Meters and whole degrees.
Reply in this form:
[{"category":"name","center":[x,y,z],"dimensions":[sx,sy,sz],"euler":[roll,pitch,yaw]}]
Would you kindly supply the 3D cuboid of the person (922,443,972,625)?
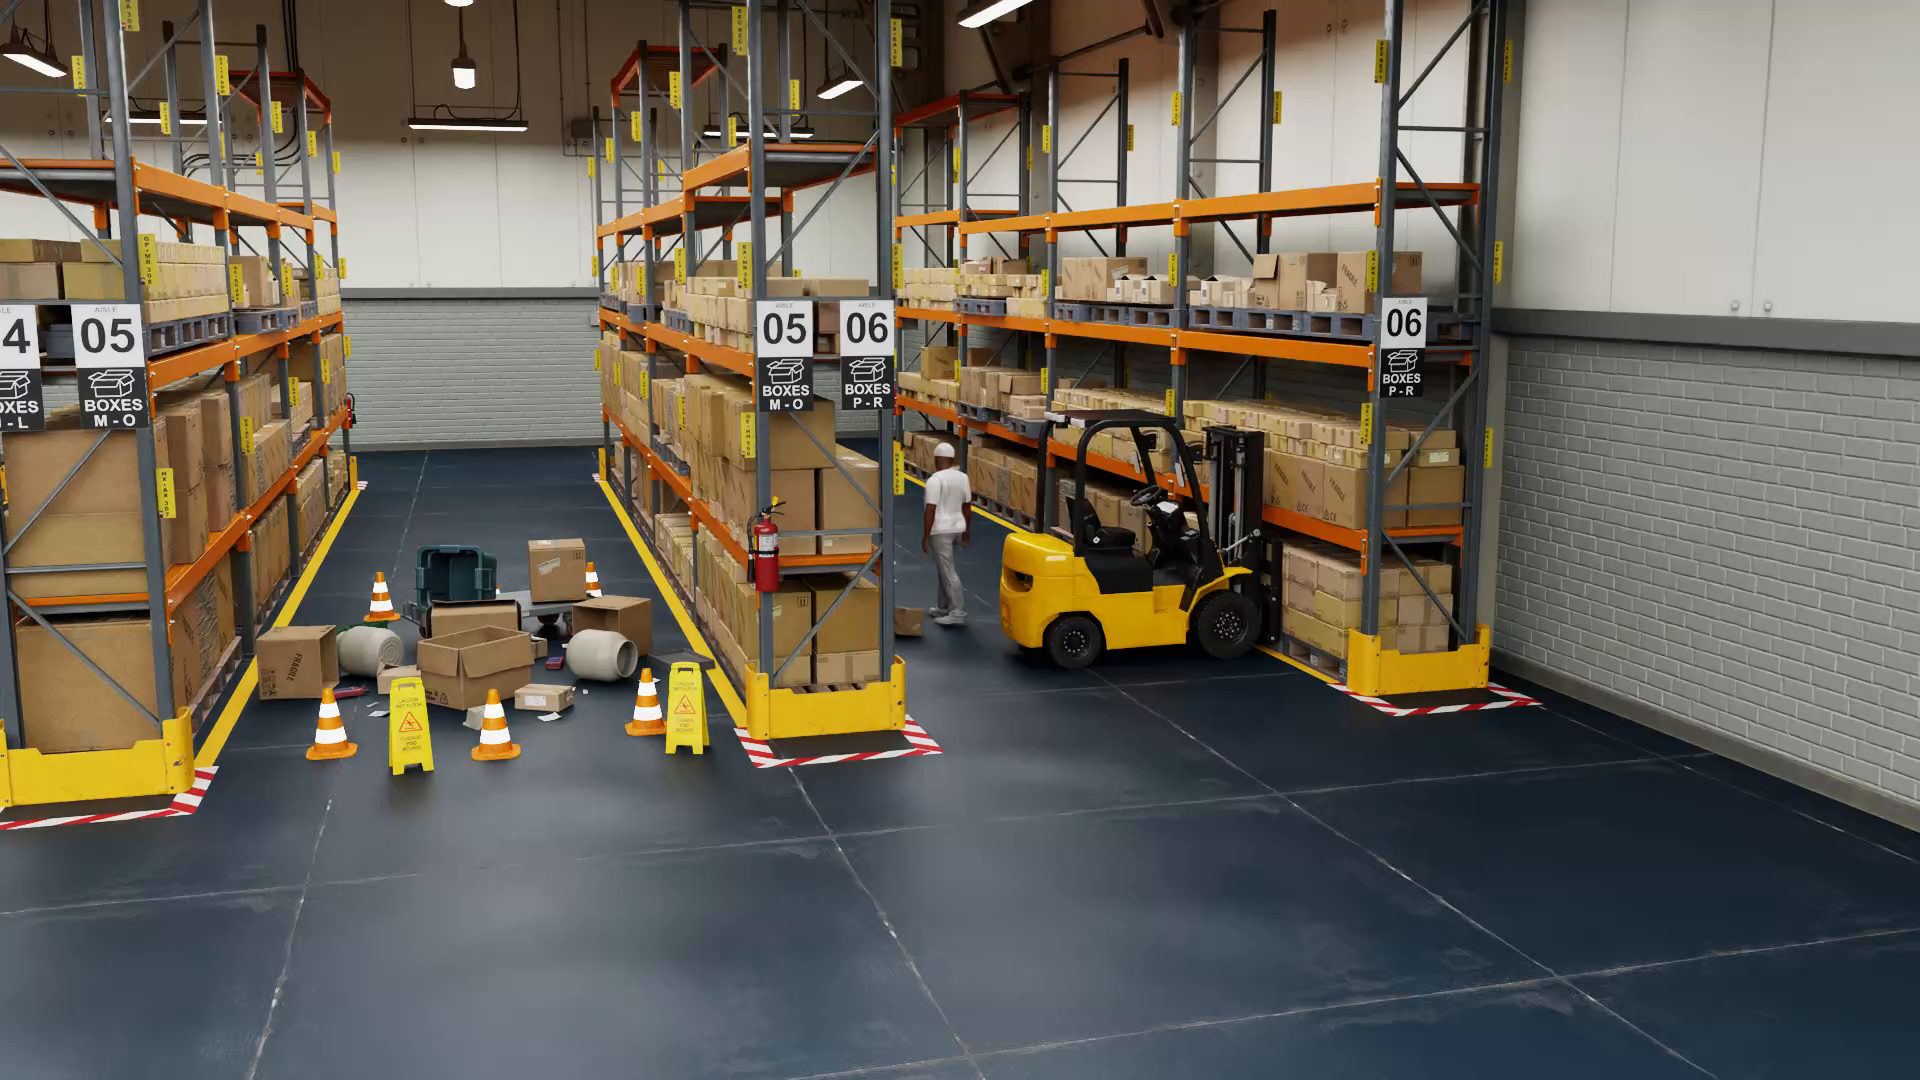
[{"category":"person","center":[-0.143,-0.066,16.231],"dimensions":[0.622,1.766,0.626],"euler":[7,12,37]}]
